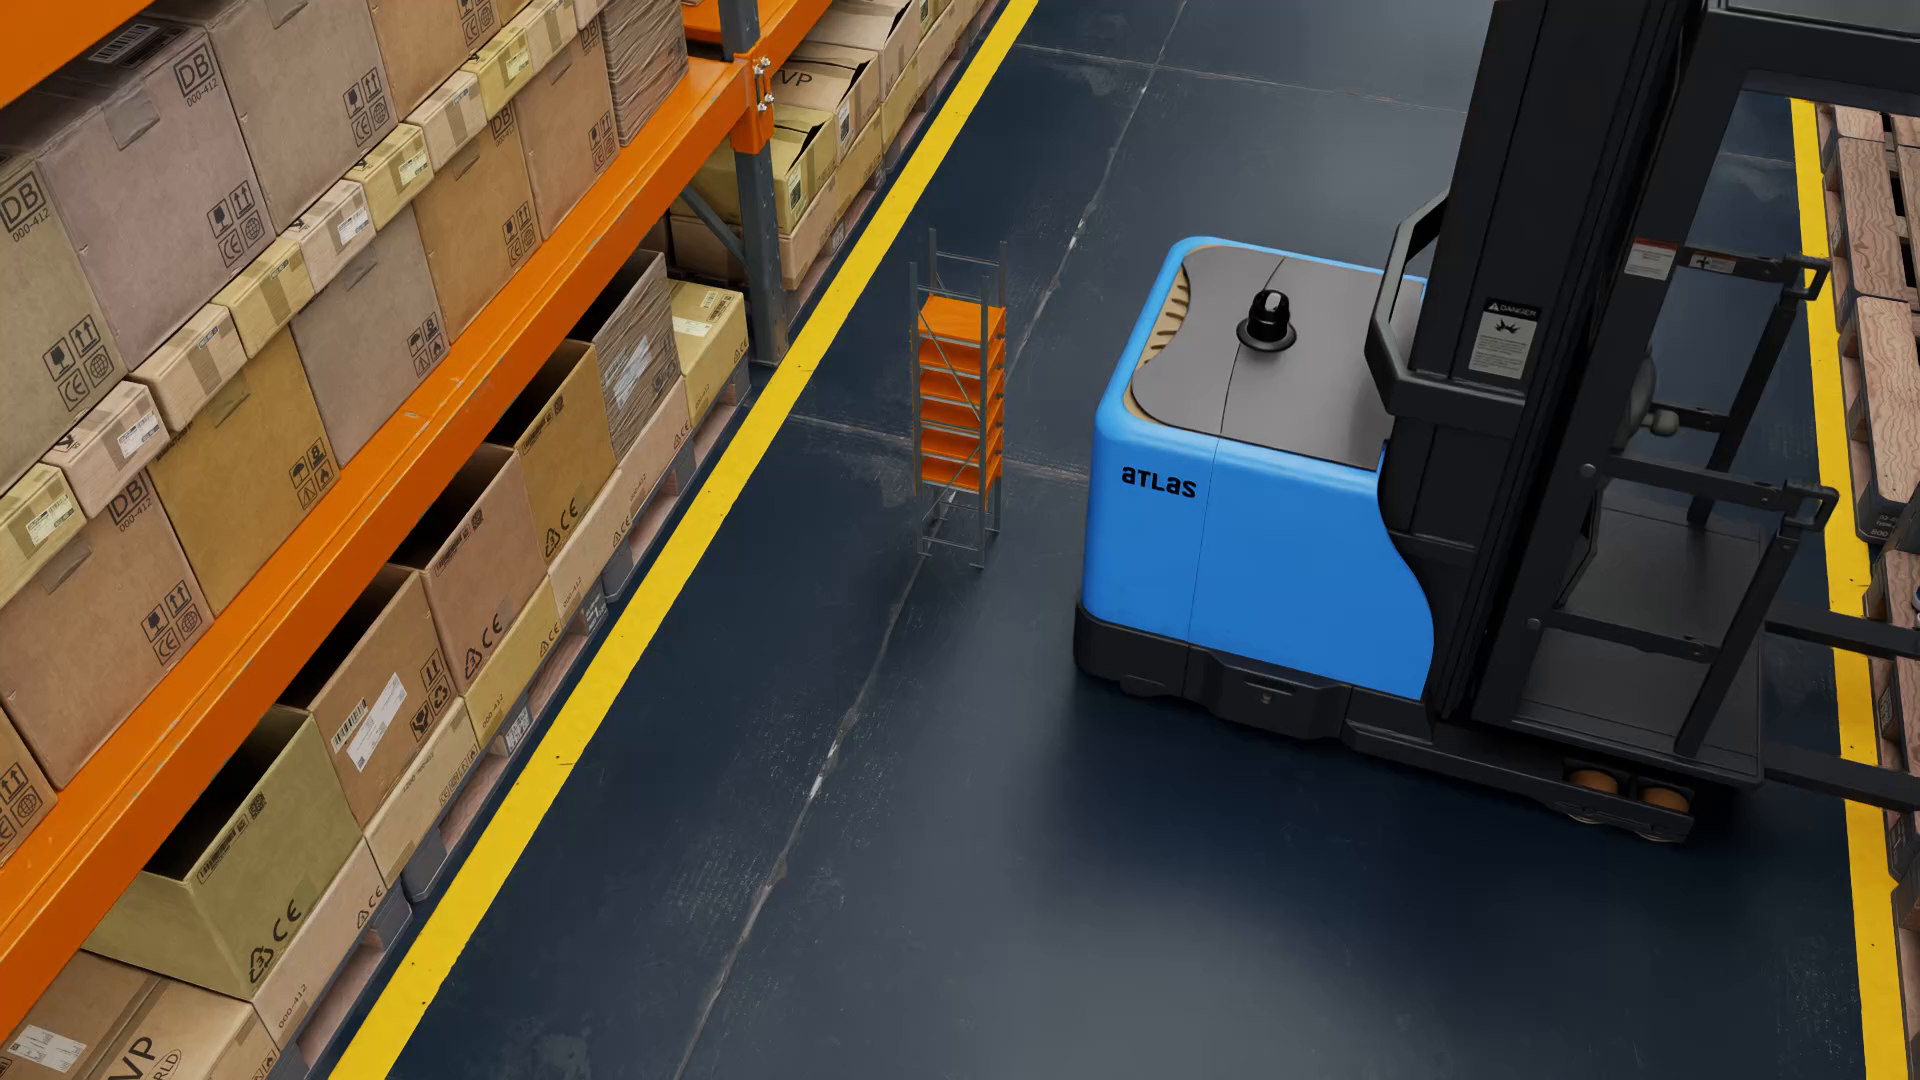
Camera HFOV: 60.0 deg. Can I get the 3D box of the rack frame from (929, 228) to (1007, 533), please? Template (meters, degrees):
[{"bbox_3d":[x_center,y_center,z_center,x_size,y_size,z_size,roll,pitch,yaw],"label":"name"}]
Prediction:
[{"bbox_3d":[0.023,-0.480,5.383,0.240,1.200,0.006,13,46,12],"label":"rack frame"}]

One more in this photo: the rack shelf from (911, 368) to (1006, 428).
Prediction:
[{"bbox_3d":[-0.004,-0.473,5.268,0.258,0.103,0.180,13,46,12],"label":"rack shelf"}]

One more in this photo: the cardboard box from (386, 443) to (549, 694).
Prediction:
[{"bbox_3d":[-1.543,0.039,4.695,0.500,0.500,0.500,13,46,13],"label":"cardboard box"}]

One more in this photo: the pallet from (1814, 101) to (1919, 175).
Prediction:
[{"bbox_3d":[4.496,-1.992,7.635,1.003,0.211,1.213,13,46,13],"label":"pallet"}]

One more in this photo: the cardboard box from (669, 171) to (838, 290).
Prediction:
[{"bbox_3d":[-0.805,-1.266,6.565,0.500,0.250,0.500,12,46,12],"label":"cardboard box"}]

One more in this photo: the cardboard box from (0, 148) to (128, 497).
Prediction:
[{"bbox_3d":[-2.051,-0.411,3.027,0.700,0.500,0.500,11,46,11],"label":"cardboard box"}]

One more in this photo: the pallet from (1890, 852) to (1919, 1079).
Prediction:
[{"bbox_3d":[2.946,1.420,4.148,1.003,0.211,1.213,13,46,13],"label":"pallet"}]

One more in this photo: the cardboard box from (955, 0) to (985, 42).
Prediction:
[{"bbox_3d":[-0.187,-2.635,7.964,0.500,0.250,0.500,14,46,13],"label":"cardboard box"}]

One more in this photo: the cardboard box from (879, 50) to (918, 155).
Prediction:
[{"bbox_3d":[-0.495,-1.953,7.266,0.500,0.250,0.500,11,45,11],"label":"cardboard box"}]

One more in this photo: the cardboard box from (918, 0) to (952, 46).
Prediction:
[{"bbox_3d":[-0.336,-2.498,7.423,0.500,0.311,0.500,14,46,14],"label":"cardboard box"}]

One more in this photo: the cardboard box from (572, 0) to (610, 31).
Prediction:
[{"bbox_3d":[-1.195,-1.584,4.689,0.380,0.149,0.250,11,46,11],"label":"cardboard box"}]

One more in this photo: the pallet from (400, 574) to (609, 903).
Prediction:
[{"bbox_3d":[-1.812,0.451,5.138,1.003,0.211,1.213,13,46,13],"label":"pallet"}]

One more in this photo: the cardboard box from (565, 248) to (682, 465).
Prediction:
[{"bbox_3d":[-1.258,-0.632,5.381,0.500,0.500,0.500,13,46,13],"label":"cardboard box"}]

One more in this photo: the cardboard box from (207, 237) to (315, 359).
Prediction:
[{"bbox_3d":[-1.662,-0.559,3.641,0.380,0.149,0.250,12,46,12],"label":"cardboard box"}]

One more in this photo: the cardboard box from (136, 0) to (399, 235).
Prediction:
[{"bbox_3d":[-1.747,-1.081,3.711,0.700,0.500,0.500,13,46,13],"label":"cardboard box"}]

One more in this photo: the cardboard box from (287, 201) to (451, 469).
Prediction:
[{"bbox_3d":[-1.755,-0.593,4.140,0.700,0.500,0.500,14,46,14],"label":"cardboard box"}]

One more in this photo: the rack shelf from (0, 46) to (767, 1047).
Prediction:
[{"bbox_3d":[-1.769,-0.292,4.418,1.077,0.370,4.000,13,46,13],"label":"rack shelf"}]

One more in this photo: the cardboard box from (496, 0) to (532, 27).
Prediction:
[{"bbox_3d":[-1.443,-1.748,4.392,0.700,0.500,0.500,12,46,12],"label":"cardboard box"}]

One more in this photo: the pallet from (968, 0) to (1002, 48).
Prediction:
[{"bbox_3d":[-0.238,-3.012,8.677,1.003,0.211,1.213,13,46,13],"label":"pallet"}]

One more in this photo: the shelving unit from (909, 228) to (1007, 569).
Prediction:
[{"bbox_3d":[-0.004,-0.419,5.320,0.258,1.200,0.189,13,46,12],"label":"shelving unit"}]

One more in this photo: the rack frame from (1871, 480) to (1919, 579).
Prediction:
[{"bbox_3d":[3.556,-0.831,4.455,1.000,3.000,0.127,13,46,13],"label":"rack frame"}]

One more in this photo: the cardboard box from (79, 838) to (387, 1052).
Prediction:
[{"bbox_3d":[-1.852,0.972,4.278,0.500,0.250,0.500,13,46,13],"label":"cardboard box"}]

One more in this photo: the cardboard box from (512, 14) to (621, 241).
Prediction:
[{"bbox_3d":[-1.445,-1.268,4.830,0.700,0.500,0.500,12,46,12],"label":"cardboard box"}]

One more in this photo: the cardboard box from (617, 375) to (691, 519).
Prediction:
[{"bbox_3d":[-1.256,-0.363,5.642,0.500,0.250,0.500,13,46,13],"label":"cardboard box"}]

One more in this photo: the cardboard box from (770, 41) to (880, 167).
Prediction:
[{"bbox_3d":[-0.644,-1.806,6.715,0.500,0.311,0.500,12,46,12],"label":"cardboard box"}]

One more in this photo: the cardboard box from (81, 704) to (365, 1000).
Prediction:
[{"bbox_3d":[-1.851,0.704,4.015,0.500,0.500,0.500,13,46,13],"label":"cardboard box"}]

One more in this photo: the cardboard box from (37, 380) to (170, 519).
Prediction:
[{"bbox_3d":[-1.818,-0.210,3.285,0.380,0.149,0.250,12,46,12],"label":"cardboard box"}]

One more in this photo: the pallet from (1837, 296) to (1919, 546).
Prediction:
[{"bbox_3d":[3.757,-0.366,5.973,1.003,0.211,1.213,13,46,13],"label":"pallet"}]

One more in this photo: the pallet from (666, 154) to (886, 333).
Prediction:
[{"bbox_3d":[-0.977,-1.385,7.015,1.003,0.211,1.213,13,46,13],"label":"pallet"}]

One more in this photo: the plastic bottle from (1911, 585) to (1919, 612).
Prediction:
[{"bbox_3d":[3.042,0.106,5.133,0.097,0.271,0.097,0,44,0],"label":"plastic bottle"}]

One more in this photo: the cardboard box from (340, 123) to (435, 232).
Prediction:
[{"bbox_3d":[-1.505,-0.900,3.990,0.380,0.149,0.250,14,46,14],"label":"cardboard box"}]

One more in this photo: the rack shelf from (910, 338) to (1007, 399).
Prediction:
[{"bbox_3d":[-0.004,-0.559,5.184,0.258,0.103,0.180,13,46,12],"label":"rack shelf"}]

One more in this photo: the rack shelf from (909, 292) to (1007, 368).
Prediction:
[{"bbox_3d":[-0.004,-0.645,5.100,0.258,0.103,0.180,13,46,12],"label":"rack shelf"}]

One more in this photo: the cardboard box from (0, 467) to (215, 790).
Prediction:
[{"bbox_3d":[-2.067,0.088,3.444,0.700,0.500,0.500,14,46,14],"label":"cardboard box"}]

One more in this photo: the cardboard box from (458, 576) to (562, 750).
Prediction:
[{"bbox_3d":[-1.544,0.306,4.958,0.500,0.250,0.500,13,46,13],"label":"cardboard box"}]

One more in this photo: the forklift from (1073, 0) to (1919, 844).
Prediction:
[{"bbox_3d":[1.932,-0.590,4.257,3.031,2.935,1.130,14,46,14],"label":"forklift"}]

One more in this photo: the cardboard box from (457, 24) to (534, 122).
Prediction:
[{"bbox_3d":[-1.351,-1.246,4.343,0.380,0.149,0.250,12,46,12],"label":"cardboard box"}]
